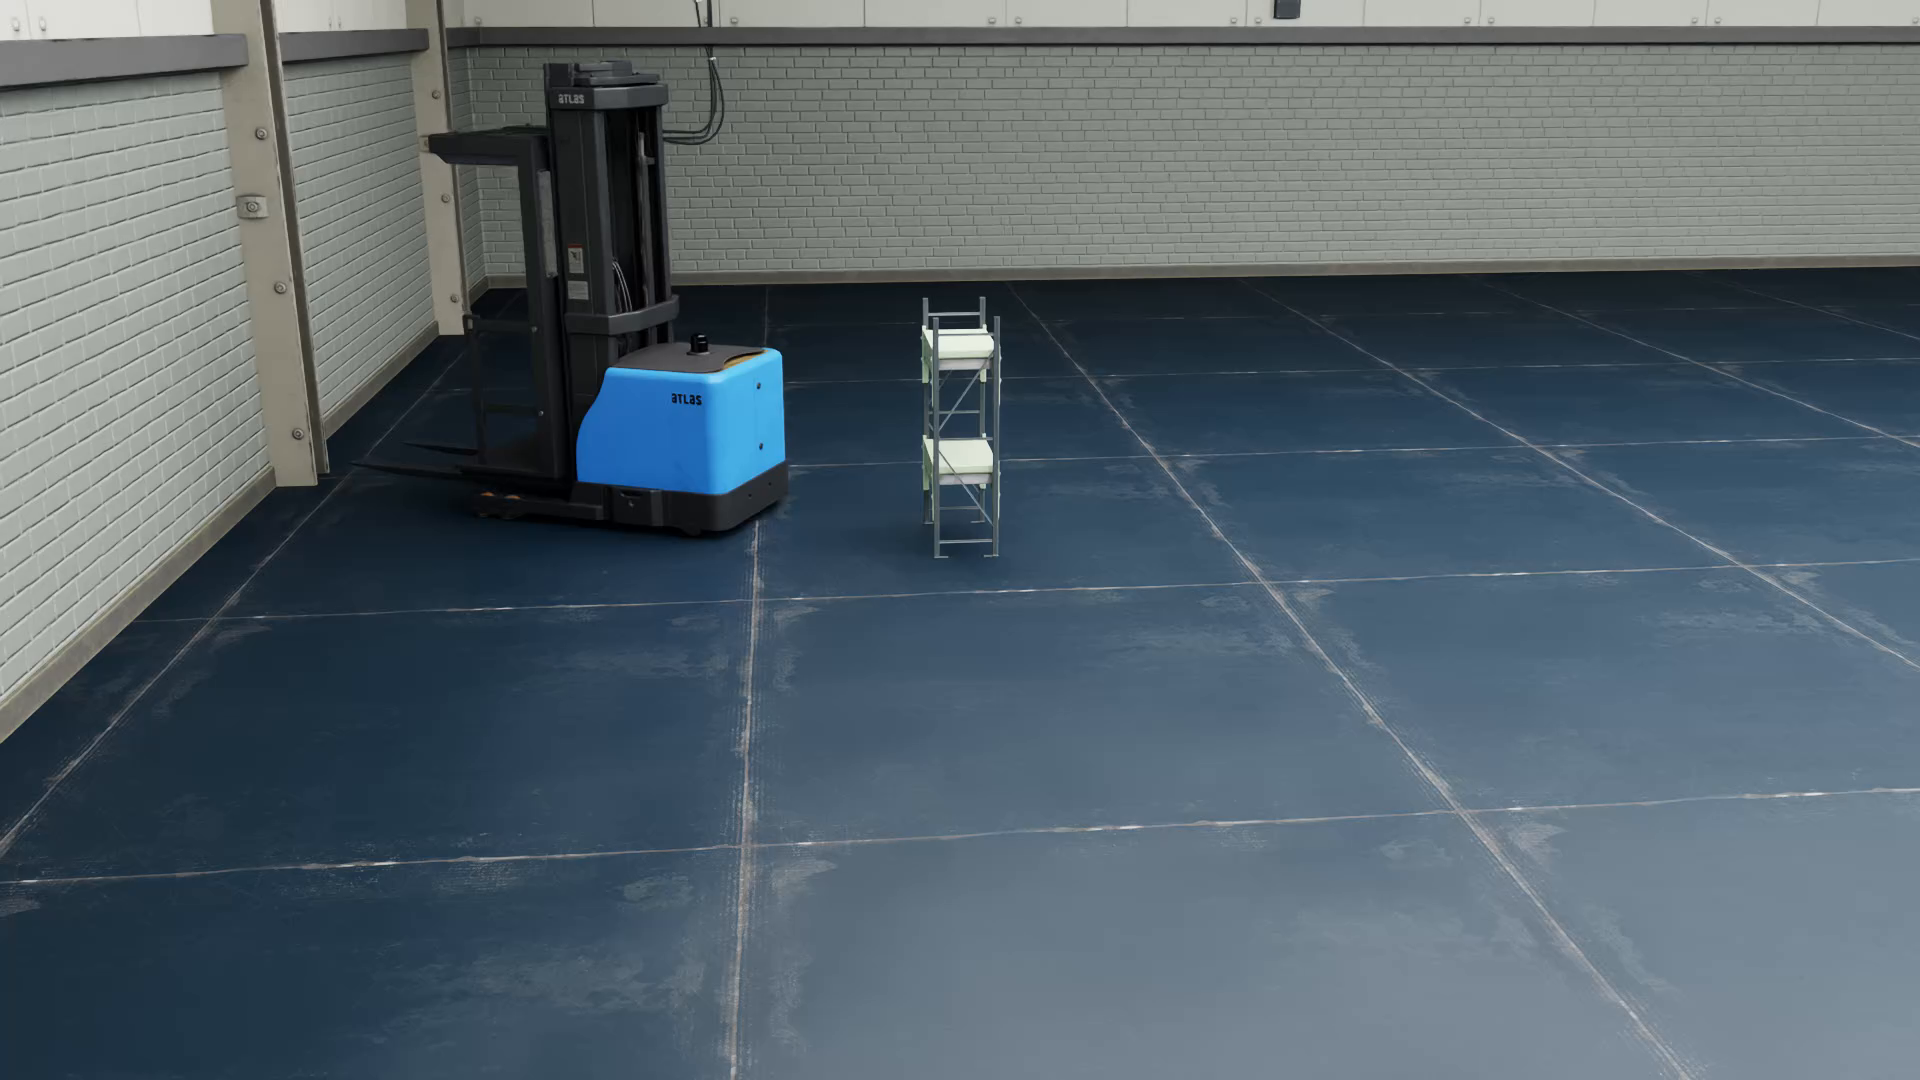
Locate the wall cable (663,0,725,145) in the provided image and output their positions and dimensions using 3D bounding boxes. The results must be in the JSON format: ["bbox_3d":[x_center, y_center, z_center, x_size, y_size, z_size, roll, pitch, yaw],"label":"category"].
[{"bbox_3d":[-4.401,-5.963,19.833,3.097,2.526,0.112,-2,18,-6],"label":"wall cable"}]

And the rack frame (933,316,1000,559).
[{"bbox_3d":[0.037,-0.609,10.111,0.400,1.500,0.023,-2,18,-6],"label":"rack frame"}]

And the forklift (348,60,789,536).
[{"bbox_3d":[-2.756,-1.674,11.115,3.031,2.935,1.130,6,18,18],"label":"forklift"}]

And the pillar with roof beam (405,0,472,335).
[{"bbox_3d":[-1.130,-6.659,16.865,9.100,9.000,0.400,-2,18,-6],"label":"pillar with roof beam"}]

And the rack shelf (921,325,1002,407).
[{"bbox_3d":[-0.001,-1.090,10.342,0.431,0.370,0.720,-2,18,-6],"label":"rack shelf"}]

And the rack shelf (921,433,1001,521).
[{"bbox_3d":[-0.001,-0.407,10.556,0.431,0.370,0.720,-2,18,-6],"label":"rack shelf"}]

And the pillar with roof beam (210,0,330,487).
[{"bbox_3d":[-0.511,-4.872,11.171,9.100,9.000,0.400,-2,18,-6],"label":"pillar with roof beam"}]

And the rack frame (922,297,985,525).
[{"bbox_3d":[-0.038,-0.827,10.806,0.400,1.500,0.023,-2,18,-6],"label":"rack frame"}]

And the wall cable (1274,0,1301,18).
[{"bbox_3d":[5.044,-9.356,19.777,2.305,6.003,0.169,-2,18,-6],"label":"wall cable"}]

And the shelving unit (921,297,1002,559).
[{"bbox_3d":[-0.001,-0.718,10.459,0.431,1.500,0.755,-2,18,-6],"label":"shelving unit"}]
